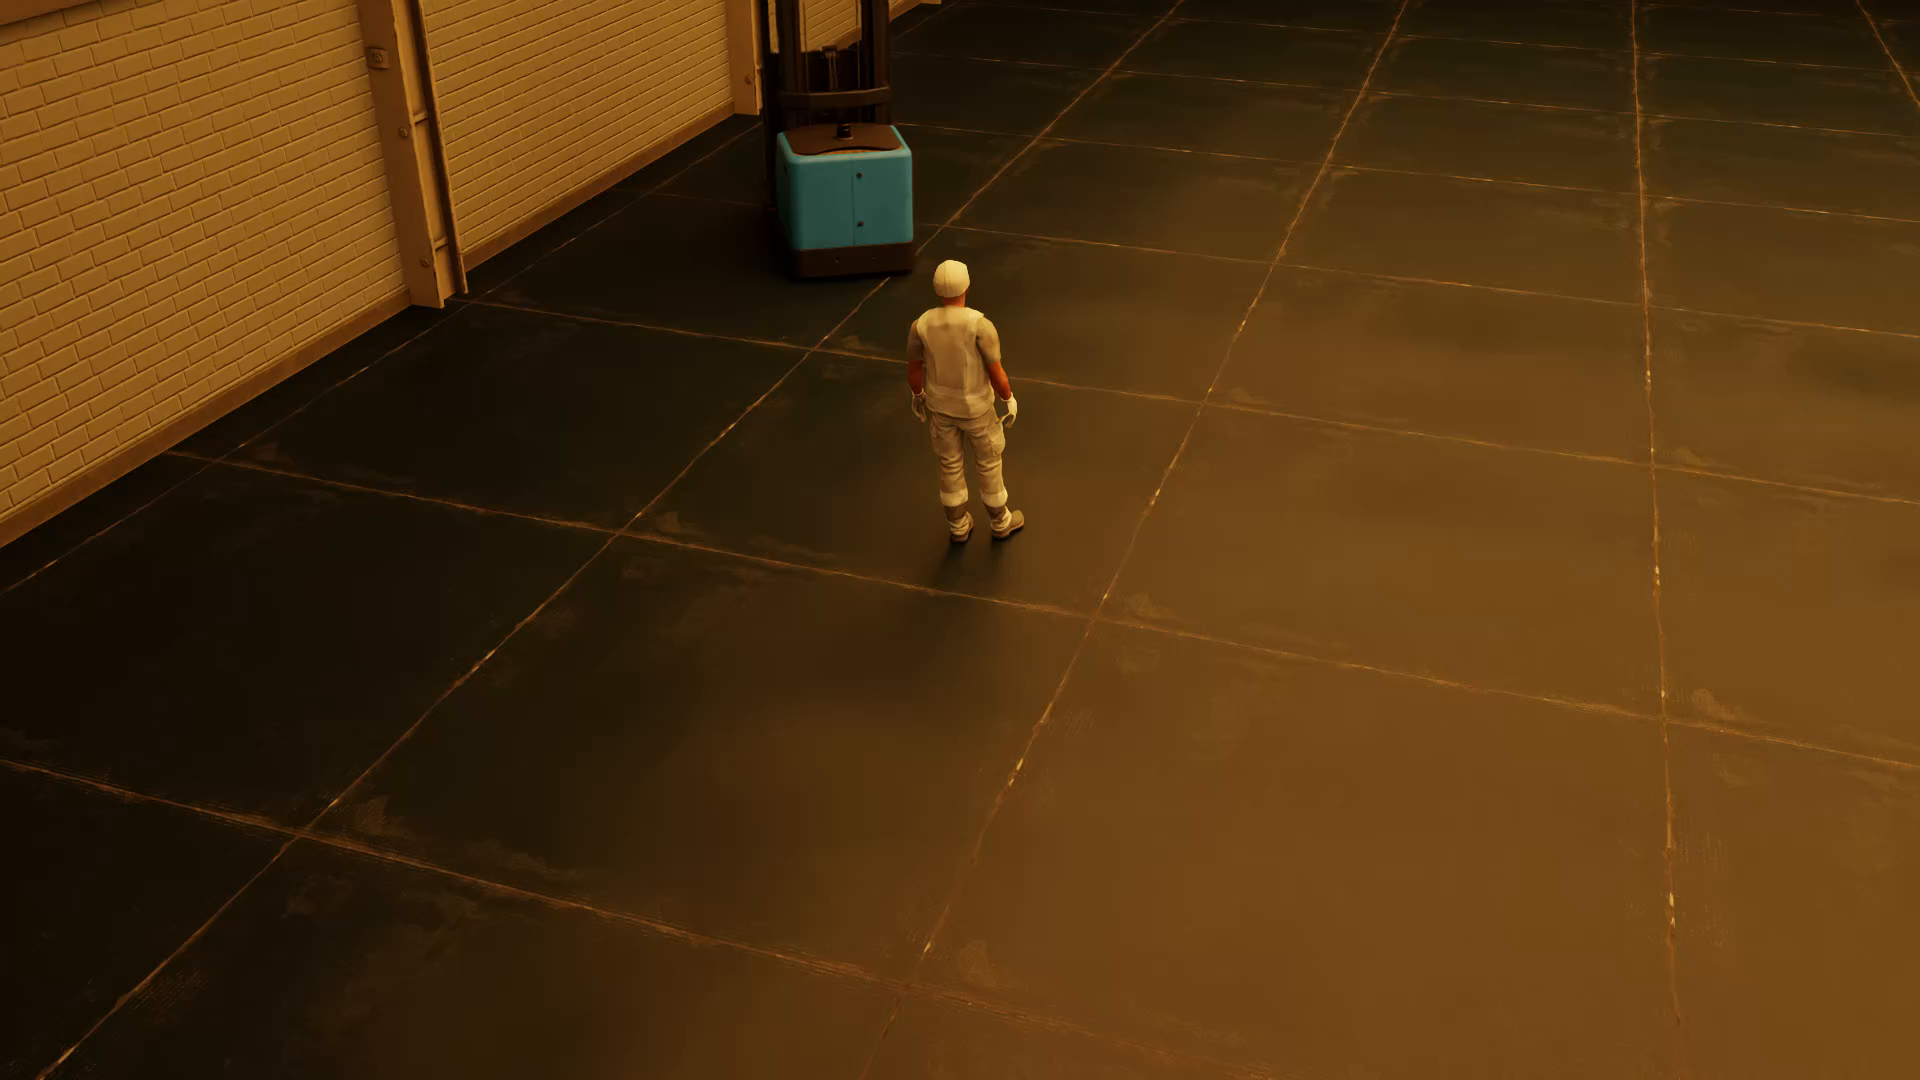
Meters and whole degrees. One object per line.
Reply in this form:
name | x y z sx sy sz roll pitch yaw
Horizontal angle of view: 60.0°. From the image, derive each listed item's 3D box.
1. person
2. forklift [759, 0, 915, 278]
person | 0.038 -0.819 9.711 0.637 1.787 0.564 10 31 16
forklift | -1.192 -4.157 14.429 1.130 2.935 3.031 -6 30 -11
